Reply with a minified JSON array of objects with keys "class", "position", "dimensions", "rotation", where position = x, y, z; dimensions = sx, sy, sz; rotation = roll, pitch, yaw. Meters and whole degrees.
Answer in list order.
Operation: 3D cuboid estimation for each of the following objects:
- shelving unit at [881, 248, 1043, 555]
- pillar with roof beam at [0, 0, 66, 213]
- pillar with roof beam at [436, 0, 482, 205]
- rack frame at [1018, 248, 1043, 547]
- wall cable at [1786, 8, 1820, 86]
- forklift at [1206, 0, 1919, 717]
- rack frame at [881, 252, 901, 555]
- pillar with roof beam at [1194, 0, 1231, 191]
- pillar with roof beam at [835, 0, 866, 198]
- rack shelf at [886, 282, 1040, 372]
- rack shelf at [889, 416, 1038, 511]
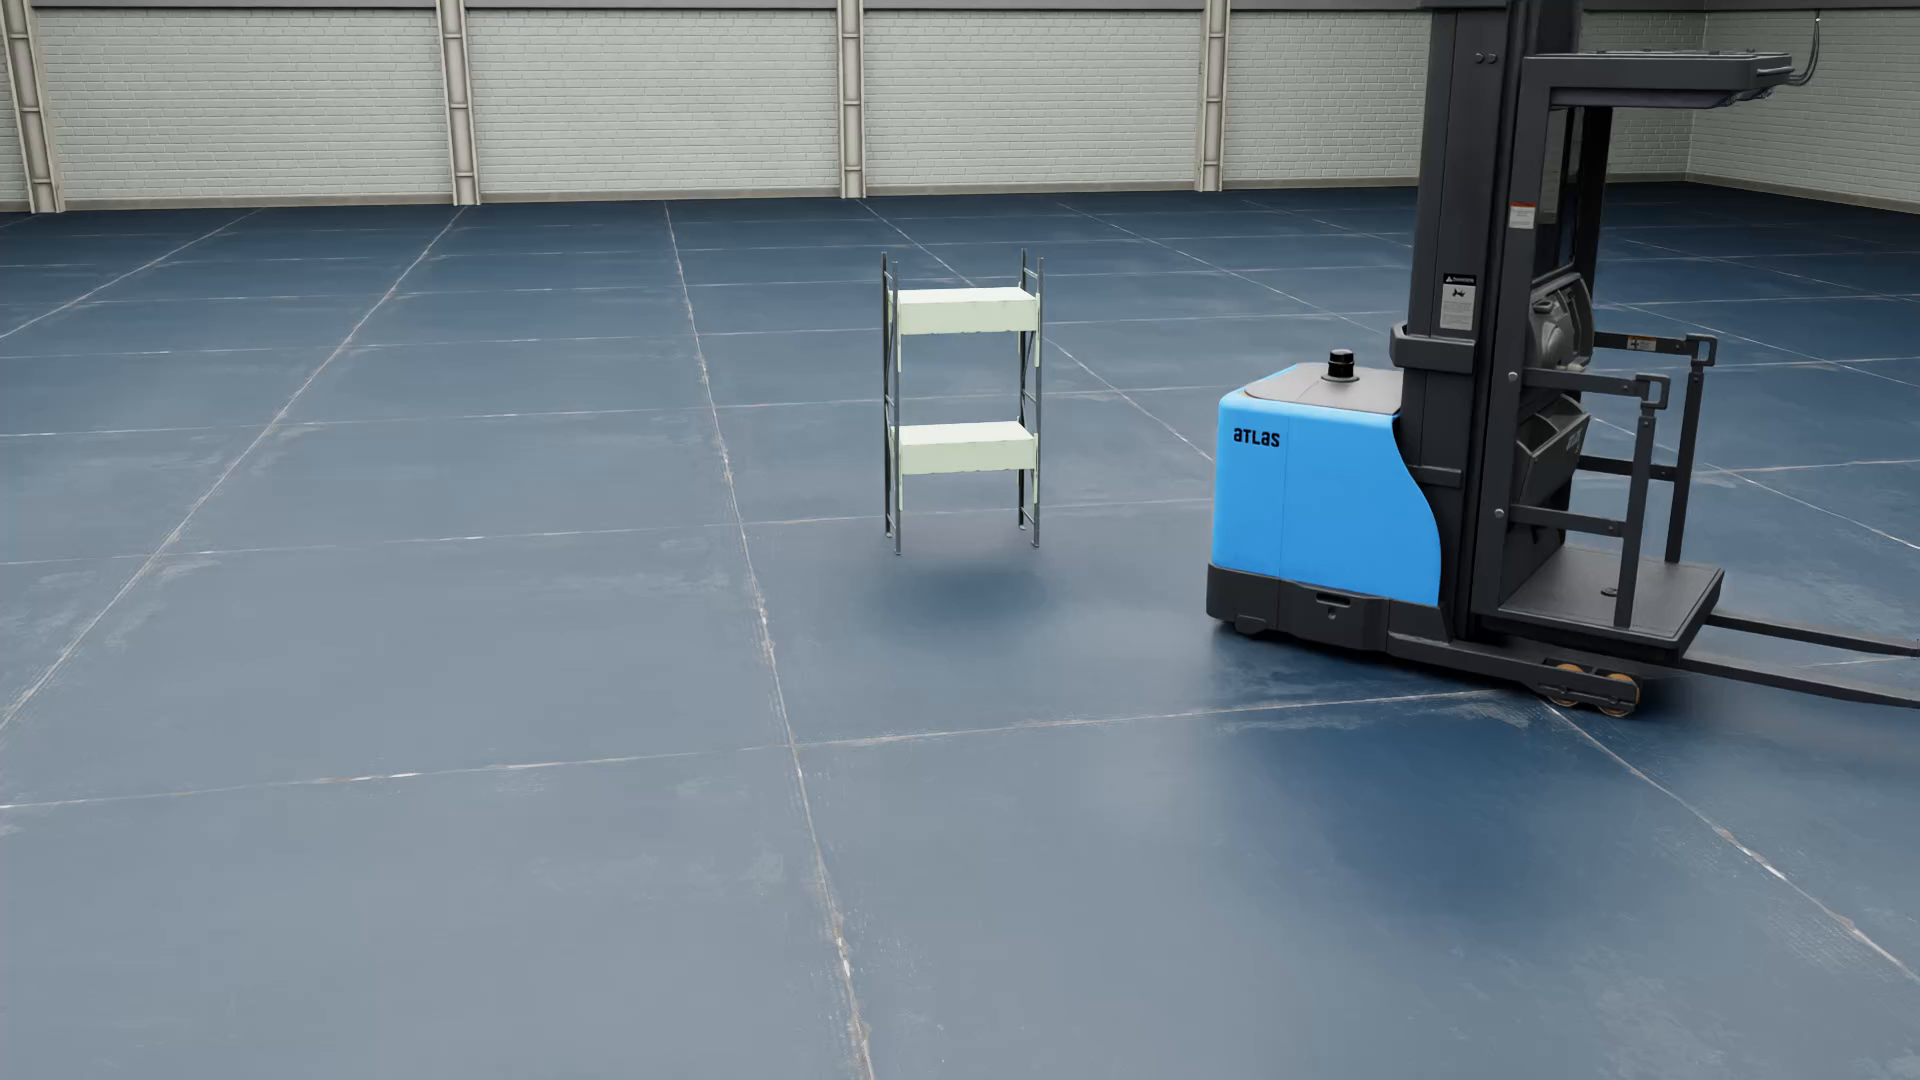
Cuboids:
[{"class":"shelving unit","position":[0.007,-0.717,8.593],"dimensions":[0.755,1.500,0.431],"rotation":[-3,17,-10]},{"class":"pillar with roof beam","position":[-12.696,-7.929,19.299],"dimensions":[0.400,9.000,9.100],"rotation":[-3,17,-10]},{"class":"pillar with roof beam","position":[-6.805,-8.263,20.387],"dimensions":[0.400,9.000,9.100],"rotation":[-3,17,-10]},{"class":"rack frame","position":[0.366,-0.738,8.659],"dimensions":[0.023,1.500,0.400],"rotation":[-3,17,-10]},{"class":"wall cable","position":[13.195,-8.805,27.441],"dimensions":[0.112,2.526,3.097],"rotation":[-3,17,-10]},{"class":"forklift","position":[2.625,-0.883,6.694],"dimensions":[3.031,2.935,1.130],"rotation":[11,20,31]},{"class":"rack frame","position":[-0.353,-0.697,8.526],"dimensions":[0.023,1.500,0.400],"rotation":[-3,17,-10]},{"class":"pillar with roof beam","position":[4.977,-8.931,22.563],"dimensions":[0.400,9.000,9.100],"rotation":[-3,17,-10]},{"class":"pillar with roof beam","position":[-0.914,-8.597,21.475],"dimensions":[0.400,9.000,9.100],"rotation":[-3,17,-10]},{"class":"rack shelf","position":[0.007,-1.090,8.478],"dimensions":[0.720,0.370,0.431],"rotation":[-3,17,-10]},{"class":"rack shelf","position":[0.007,-0.406,8.689],"dimensions":[0.720,0.370,0.431],"rotation":[-3,17,-10]}]
